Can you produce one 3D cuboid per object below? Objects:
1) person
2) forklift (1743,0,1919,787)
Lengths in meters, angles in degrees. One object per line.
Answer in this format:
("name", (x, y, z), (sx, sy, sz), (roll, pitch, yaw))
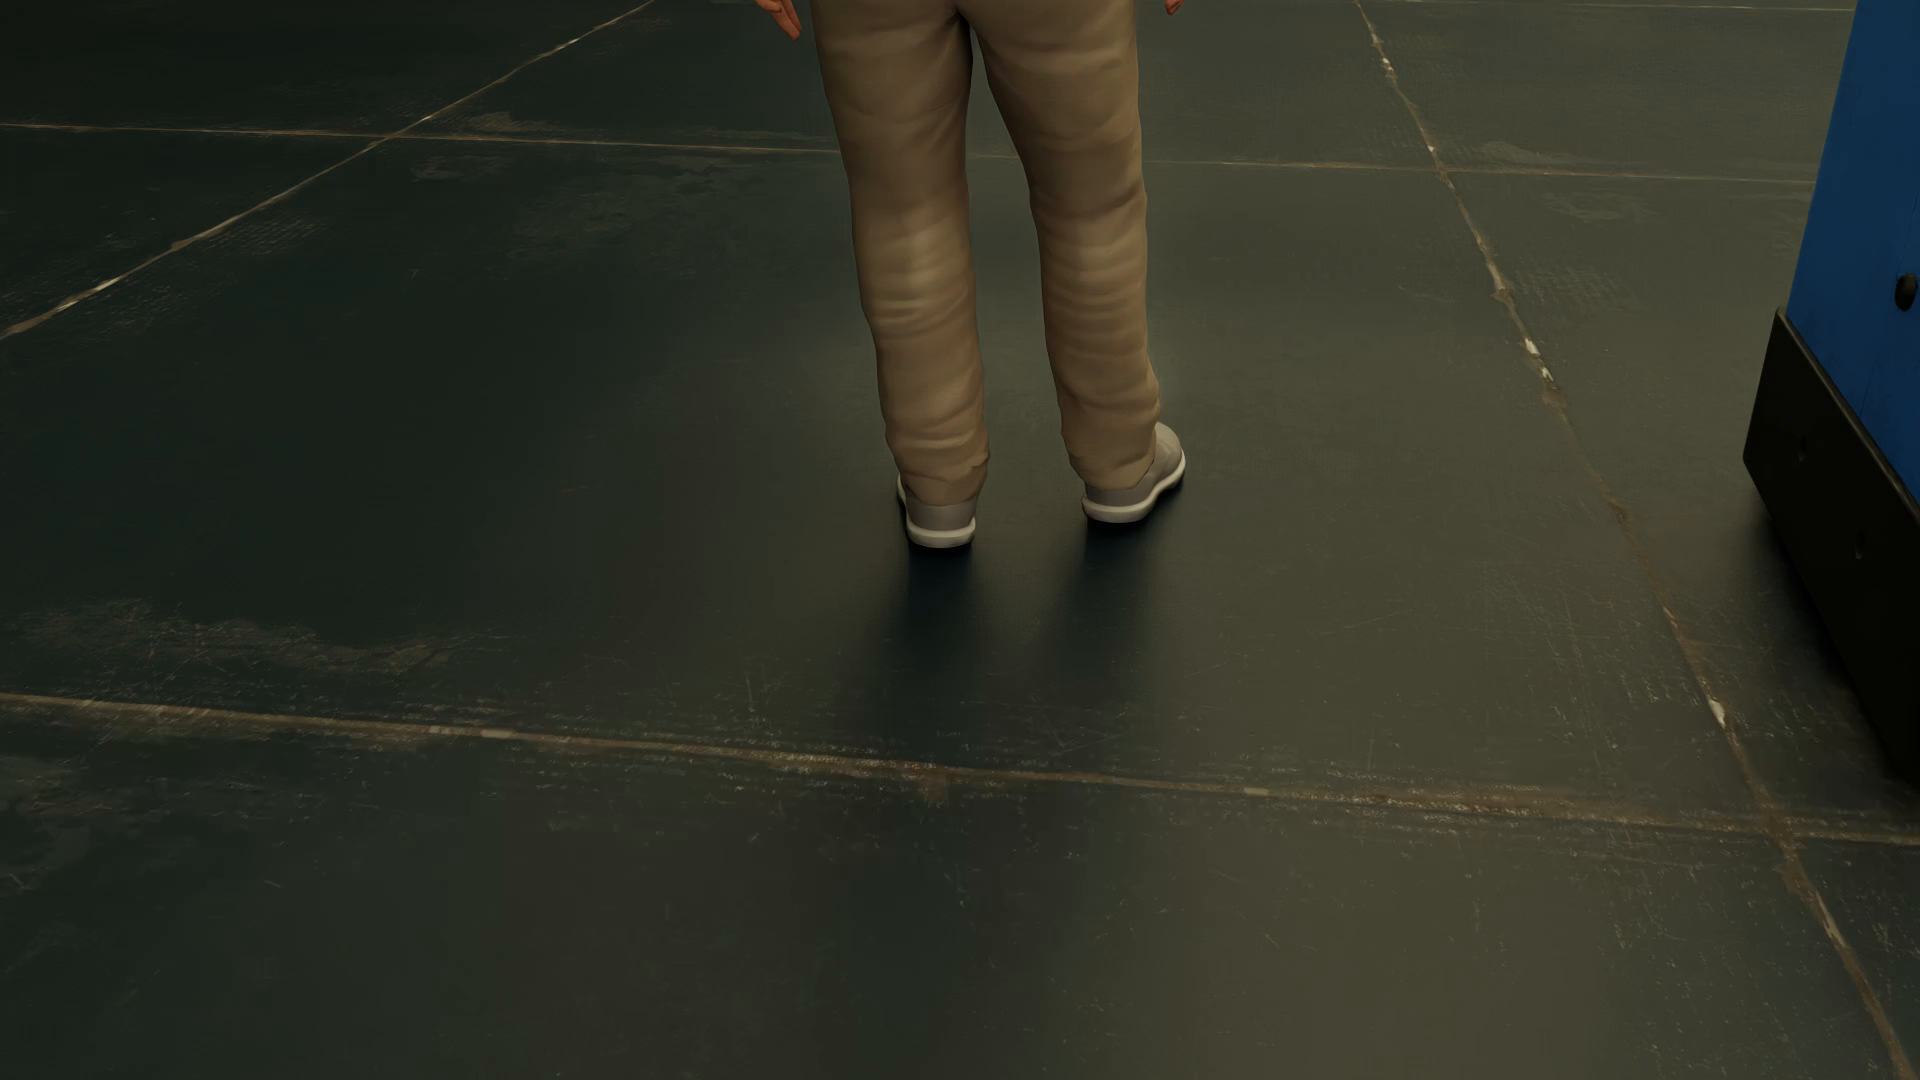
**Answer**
("person", (0.023, -0.820, 2.189), (0.641, 1.728, 0.550), (3, 27, 7))
("forklift", (2.605, -1.040, 1.301), (3.031, 2.935, 1.130), (6, 27, 11))
